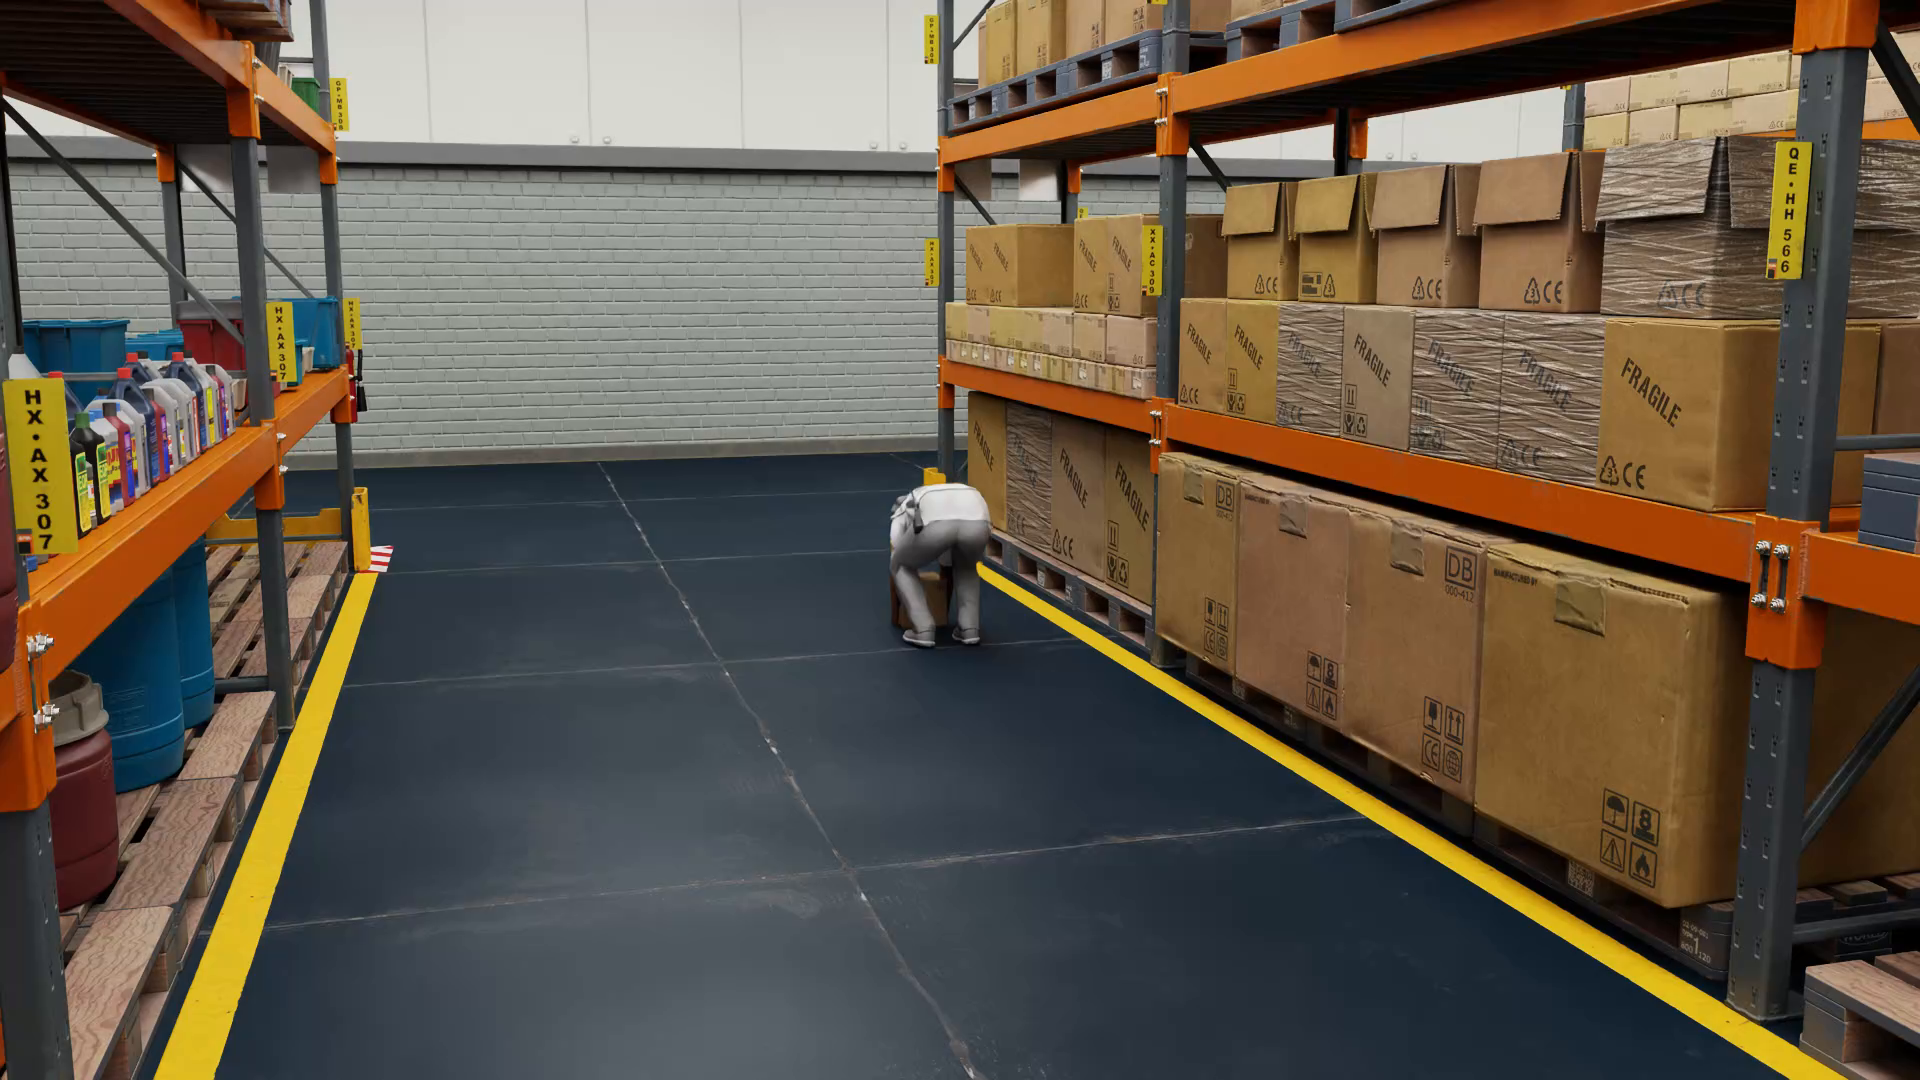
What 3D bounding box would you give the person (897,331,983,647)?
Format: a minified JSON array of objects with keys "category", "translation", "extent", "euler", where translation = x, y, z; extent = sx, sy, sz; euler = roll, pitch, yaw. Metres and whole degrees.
[{"category":"person","translation":[-0.112,-0.266,8.648],"extent":[0.414,1.623,0.562],"euler":[-3,10,-17]}]
